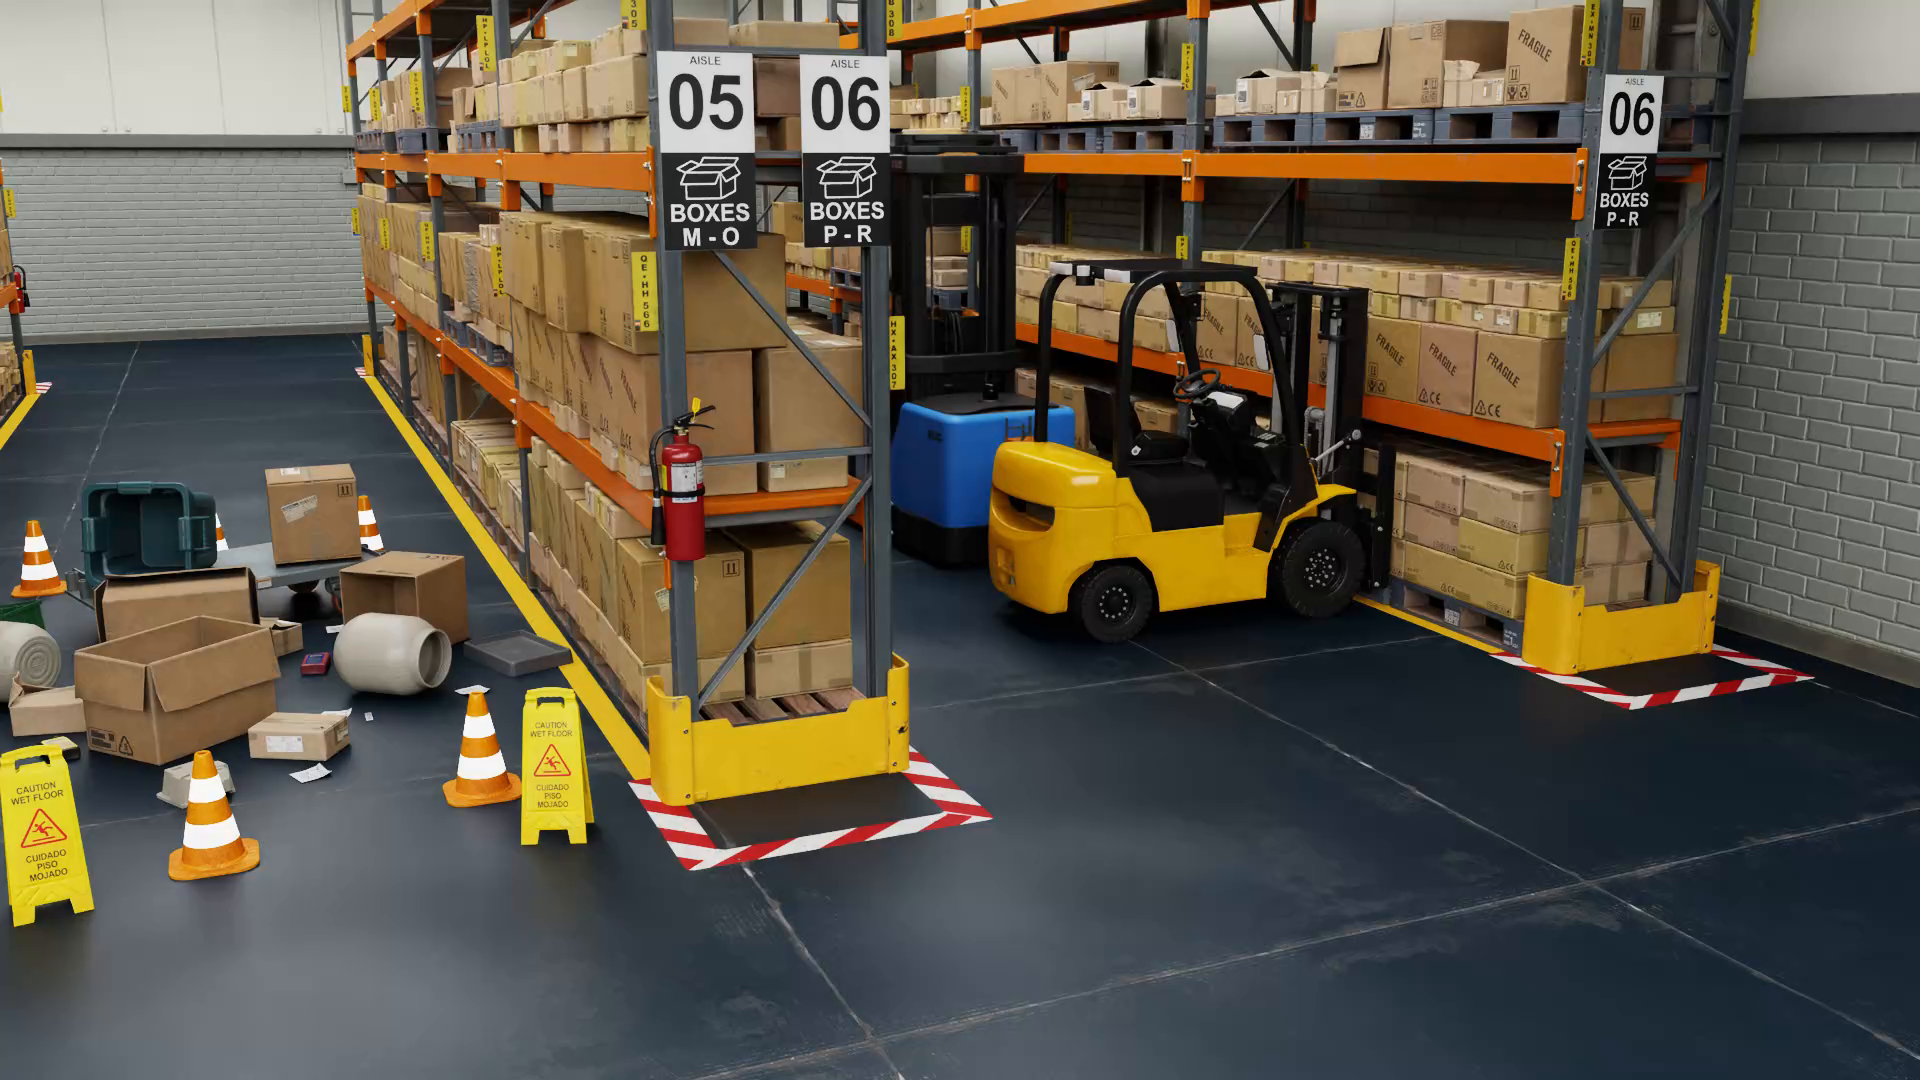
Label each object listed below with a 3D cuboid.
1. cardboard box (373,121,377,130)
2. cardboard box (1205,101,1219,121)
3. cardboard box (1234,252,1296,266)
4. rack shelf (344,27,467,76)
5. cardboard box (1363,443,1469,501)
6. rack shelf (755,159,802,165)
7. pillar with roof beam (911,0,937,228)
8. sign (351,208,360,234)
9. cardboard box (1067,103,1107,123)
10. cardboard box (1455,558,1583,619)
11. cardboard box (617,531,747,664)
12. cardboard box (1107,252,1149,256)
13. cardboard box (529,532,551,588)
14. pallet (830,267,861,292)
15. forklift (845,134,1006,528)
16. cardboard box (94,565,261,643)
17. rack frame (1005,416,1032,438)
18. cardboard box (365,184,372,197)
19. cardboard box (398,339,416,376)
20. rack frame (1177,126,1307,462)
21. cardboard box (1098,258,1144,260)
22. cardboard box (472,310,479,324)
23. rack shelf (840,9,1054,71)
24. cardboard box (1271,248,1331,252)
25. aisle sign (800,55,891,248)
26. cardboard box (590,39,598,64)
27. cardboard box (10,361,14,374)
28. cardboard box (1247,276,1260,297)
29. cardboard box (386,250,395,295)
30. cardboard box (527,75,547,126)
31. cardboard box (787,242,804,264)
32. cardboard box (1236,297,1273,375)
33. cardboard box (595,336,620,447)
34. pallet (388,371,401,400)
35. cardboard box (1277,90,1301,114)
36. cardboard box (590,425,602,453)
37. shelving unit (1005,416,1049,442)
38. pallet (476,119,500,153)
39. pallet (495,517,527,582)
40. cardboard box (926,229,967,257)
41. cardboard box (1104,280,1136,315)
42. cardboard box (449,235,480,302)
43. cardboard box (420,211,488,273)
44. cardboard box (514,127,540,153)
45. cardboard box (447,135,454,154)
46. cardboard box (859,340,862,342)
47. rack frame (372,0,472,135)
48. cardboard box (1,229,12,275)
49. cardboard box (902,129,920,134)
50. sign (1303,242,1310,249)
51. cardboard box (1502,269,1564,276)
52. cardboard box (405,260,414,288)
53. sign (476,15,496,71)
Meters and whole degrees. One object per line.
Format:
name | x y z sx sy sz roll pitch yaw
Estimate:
cardboard box | -6.252 -4.588 18.292 0.380 0.149 0.250 -5 14 -22
cardboard box | 1.994 -3.420 13.244 0.380 0.149 0.250 -6 14 -23
cardboard box | 2.214 -2.007 12.069 0.380 0.149 0.250 -5 14 -22
rack shelf | -6.398 -5.629 19.215 1.077 0.370 4.000 -6 14 -23
cardboard box | 2.865 -0.435 10.547 0.500 0.250 0.500 -5 14 -22
rack shelf | -1.591 -2.013 8.766 0.919 0.052 3.809 -6 14 -23
pillar with roof beam | -4.448 -6.046 18.537 9.100 9.000 0.400 -6 14 -23
sign | -7.710 -4.076 21.232 0.100 0.325 0.005 -6 14 -23
cardboard box | 1.127 -3.586 13.962 0.380 0.149 0.250 -6 14 -24
cardboard box | 3.279 0.259 9.767 0.500 0.250 0.500 -6 14 -23
cardboard box | -1.350 0.269 8.059 0.500 0.500 0.500 -6 14 -23
cardboard box | 1.501 -2.461 14.691 0.380 0.149 0.250 -5 14 -21
cardboard box | -2.403 0.096 10.469 0.500 0.250 0.500 -6 14 -26
pallet | -0.830 -3.019 19.186 1.003 0.211 1.213 -6 14 -23
forklift | -0.267 -1.555 12.588 1.121 2.935 3.031 -6 14 -25
cardboard box | -4.195 0.465 8.945 0.797 0.637 0.503 -6 14 -23
rack frame | 0.397 -0.329 11.455 0.200 1.050 0.008 -6 15 -25
cardboard box | -7.019 -4.253 20.217 0.380 0.149 0.250 -6 14 -25
cardboard box | -6.109 -2.119 19.622 0.875 0.438 0.875 -6 14 -25
rack frame | 2.155 -1.634 12.779 1.000 3.000 0.127 -6 14 -23
cardboard box | 1.370 -2.259 13.816 0.380 0.149 0.250 -6 14 -24
cardboard box | -3.625 -1.786 13.061 0.380 0.149 0.250 -5 14 -20
rack shelf | -0.249 -5.251 17.584 1.077 0.370 4.000 -6 14 -23
cardboard box | 2.559 -2.105 12.494 0.380 0.149 0.250 -6 14 -23
aisle sign | -0.481 -1.640 7.040 0.394 0.787 0.004 -6 14 -23
cardboard box | -1.609 -2.402 8.232 0.380 0.149 0.250 -6 14 -25
cardboard box | -11.011 -1.967 18.946 0.380 0.149 0.250 -6 14 -25
cardboard box | 2.276 -1.805 11.855 0.380 0.149 0.250 -6 14 -23
cardboard box | -6.017 -2.959 18.283 0.500 0.500 0.500 -5 14 -22
cardboard box | -2.063 -2.392 9.075 0.500 0.250 0.500 -5 14 -22
cardboard box | -1.880 -3.649 21.155 0.500 0.250 0.500 -6 14 -23
cardboard box | 2.317 -1.462 11.811 0.500 0.500 0.500 -5 14 -22
cardboard box | -1.456 -0.744 8.048 0.500 0.500 0.500 -6 14 -23
pallet | -6.322 -1.896 20.094 1.003 0.211 1.213 -6 14 -23
cardboard box | 2.364 -2.948 11.205 0.380 0.149 0.250 -5 14 -21
cardboard box | -1.712 -0.552 8.661 0.380 0.149 0.250 -6 14 -24
shelving unit | 0.451 -0.304 11.349 0.215 1.050 0.252 -6 15 -25
pallet | -2.542 -2.692 11.114 1.213 0.211 1.003 -6 14 -23
pallet | -2.705 0.013 11.847 1.003 0.211 1.213 -6 14 -23
cardboard box | -0.271 -3.036 17.675 0.797 0.503 0.637 -6 14 -24
cardboard box | 1.511 -1.989 13.534 0.500 0.250 0.500 -6 14 -24
cardboard box | -3.811 -2.189 13.362 0.500 0.500 0.500 -5 14 -20
cardboard box | -4.441 -2.631 14.644 0.500 0.500 0.500 -6 14 -24
cardboard box | -2.441 -2.378 9.898 0.380 0.149 0.250 -6 14 -23
cardboard box | -4.024 -3.270 13.751 0.380 0.149 0.250 -6 14 -23
cardboard box | -0.840 -2.044 19.163 0.500 0.500 0.500 -6 14 -24
rack frame | -5.597 -5.761 17.303 1.000 3.000 0.127 -6 14 -23
cardboard box | -11.278 -3.320 19.183 0.500 0.500 0.500 -5 14 -22
cardboard box | -0.278 -4.140 17.286 0.500 0.250 0.500 -6 14 -23
sign | 2.662 -2.145 12.890 0.100 0.325 0.005 -6 14 -23
cardboard box | 3.540 -1.569 10.177 0.380 0.149 0.250 -6 14 -23
cardboard box | -5.062 -2.576 16.071 0.500 0.250 0.500 -6 14 -25
sign | -2.899 -3.039 10.177 0.100 0.325 0.005 -6 14 -23
